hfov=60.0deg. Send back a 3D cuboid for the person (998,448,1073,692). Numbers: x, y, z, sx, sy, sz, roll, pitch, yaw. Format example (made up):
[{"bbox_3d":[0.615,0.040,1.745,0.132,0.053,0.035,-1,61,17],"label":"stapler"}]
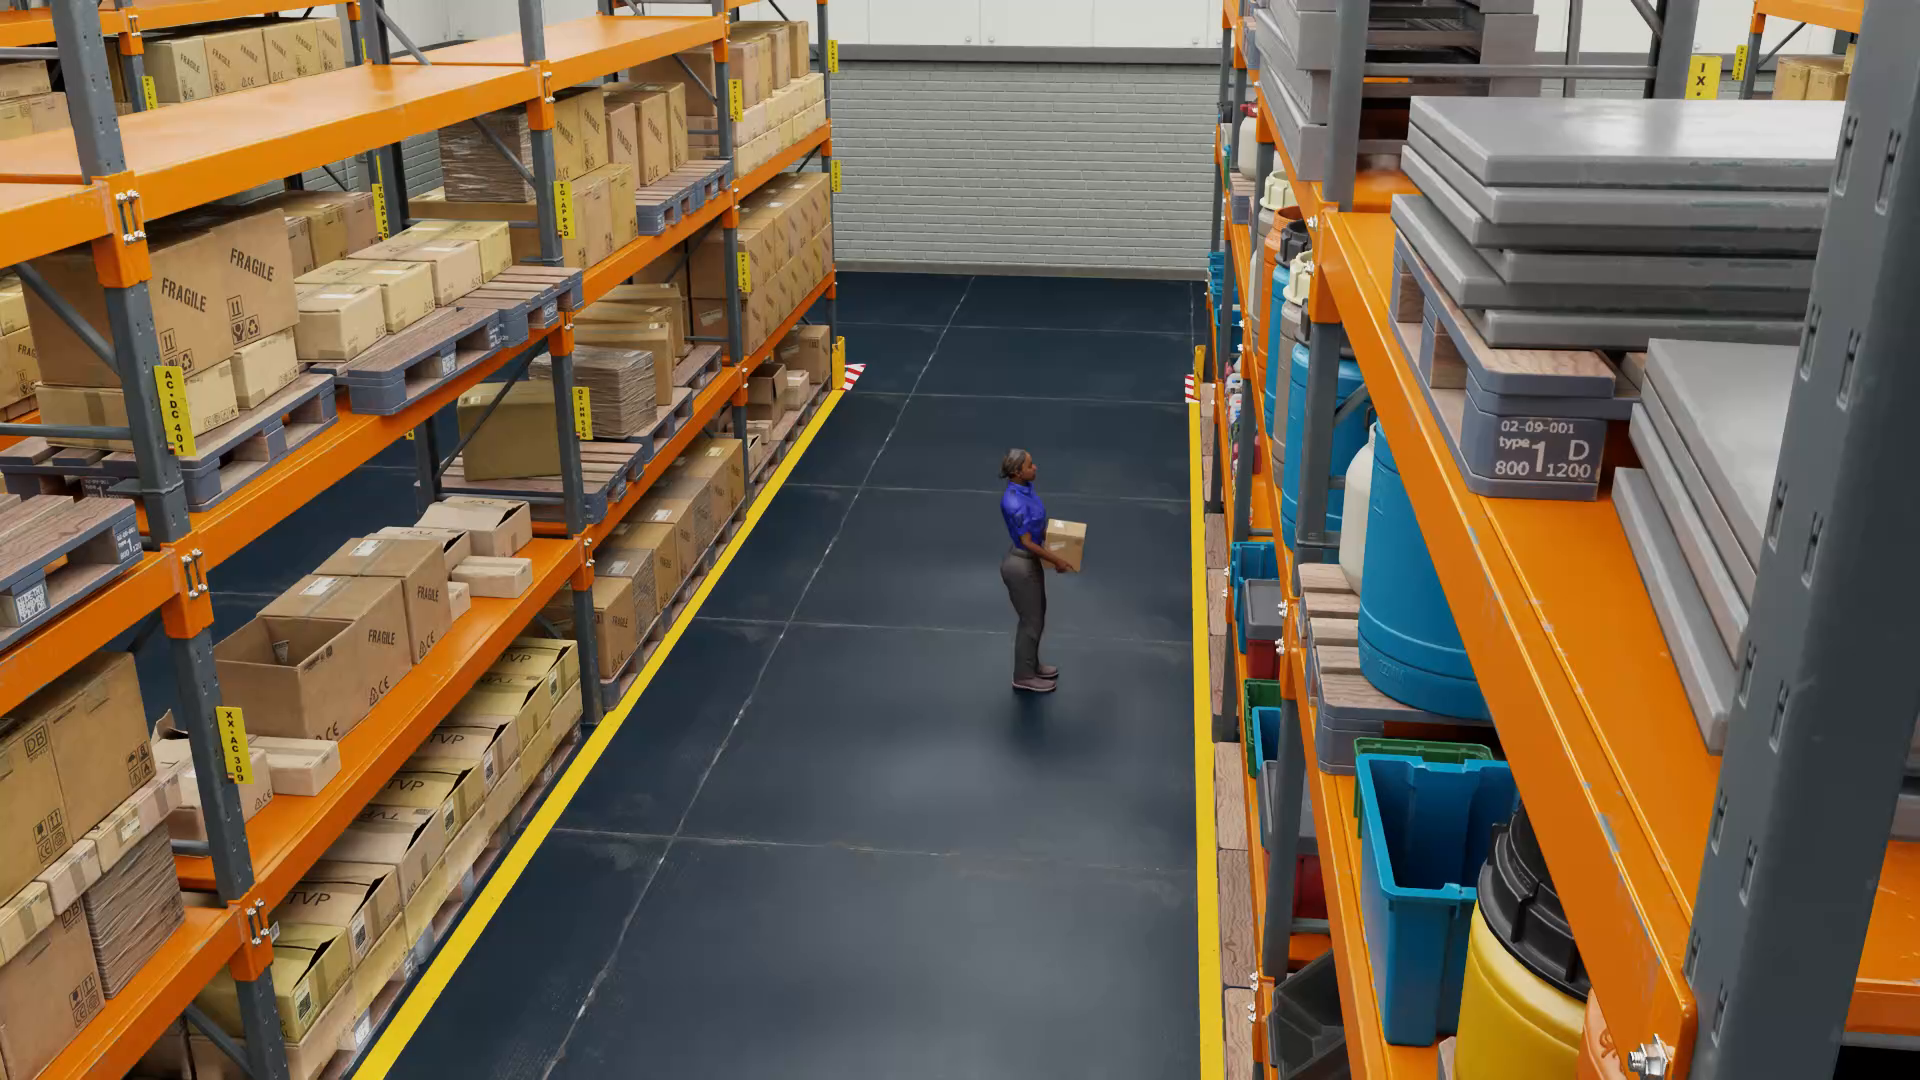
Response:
[{"bbox_3d":[0.503,0.191,11.011,0.516,1.645,0.449,3,21,7],"label":"person"}]
